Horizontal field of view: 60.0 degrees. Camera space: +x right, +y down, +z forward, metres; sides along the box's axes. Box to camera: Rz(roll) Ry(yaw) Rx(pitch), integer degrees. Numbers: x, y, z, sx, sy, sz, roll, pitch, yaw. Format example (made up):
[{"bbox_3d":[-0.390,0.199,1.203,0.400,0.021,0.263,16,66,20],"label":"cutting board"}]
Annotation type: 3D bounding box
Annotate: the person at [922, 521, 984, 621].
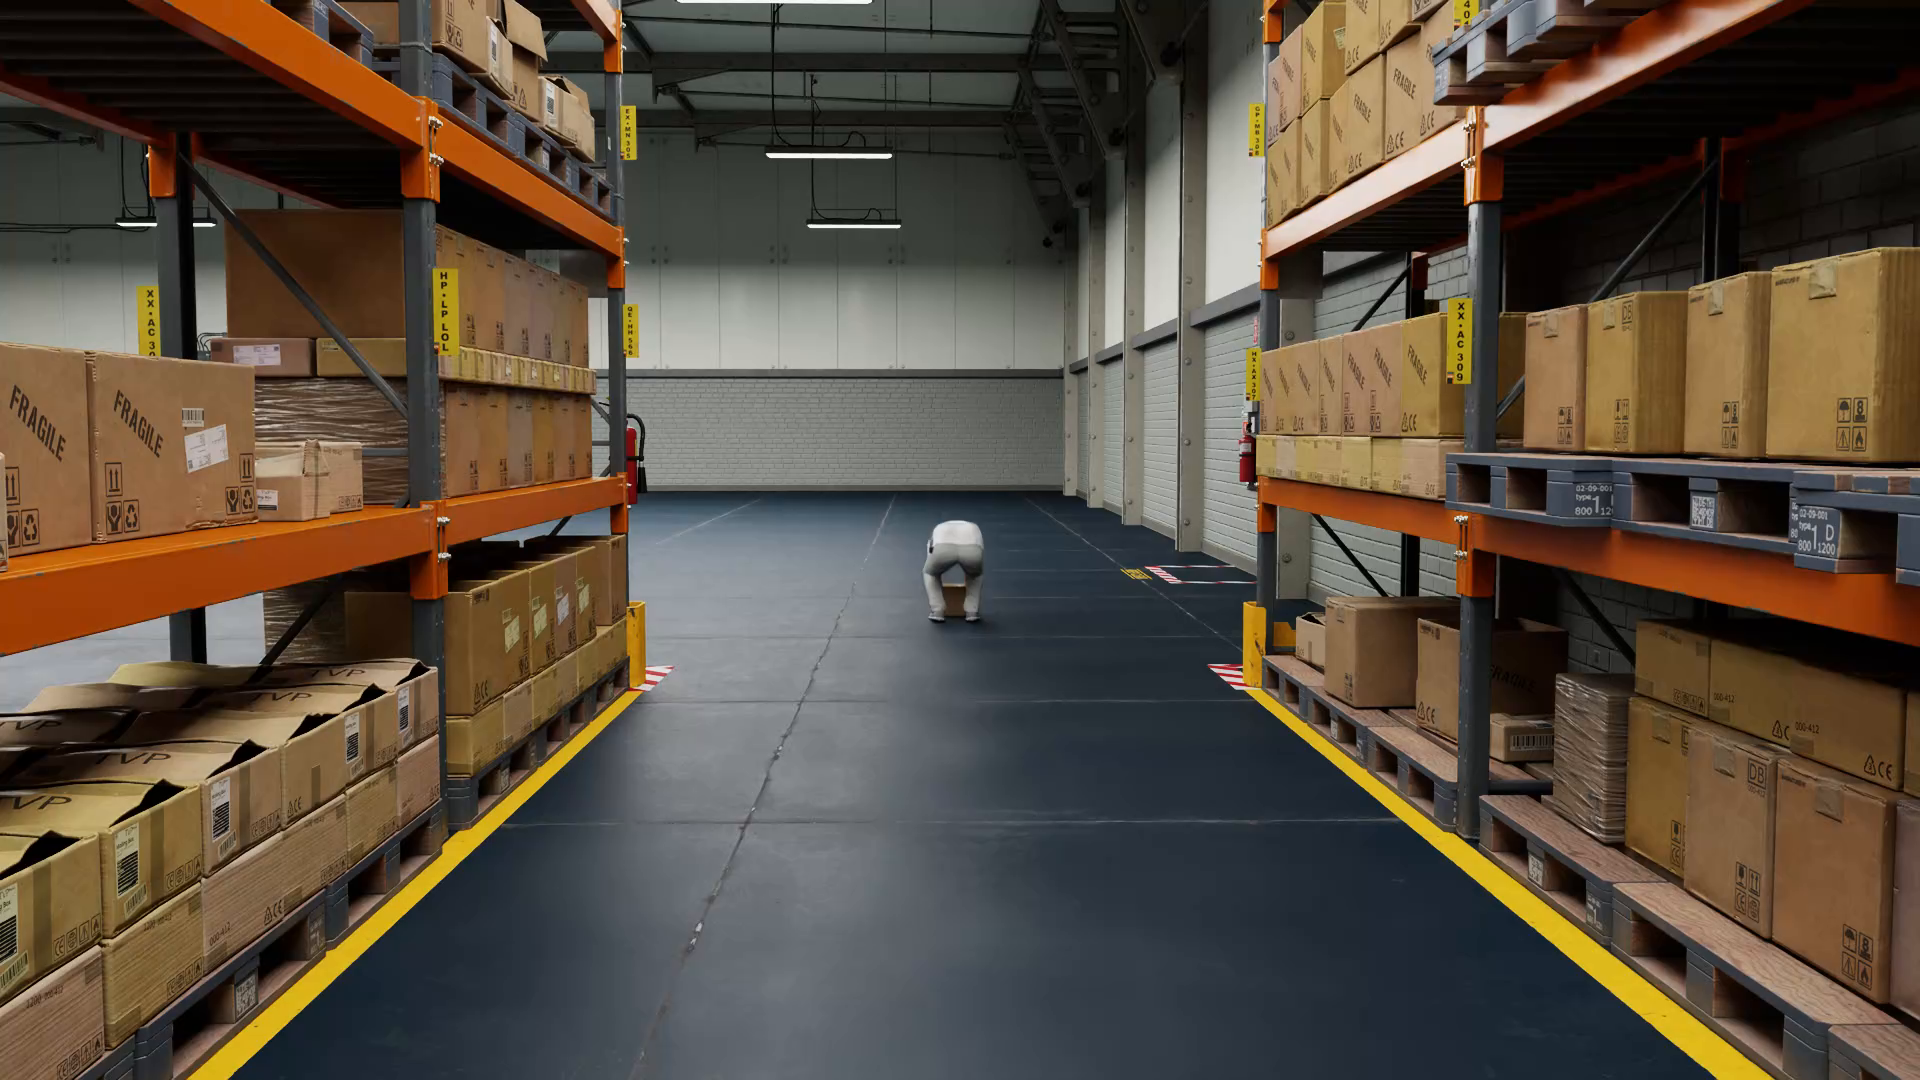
[{"bbox_3d":[-0.054,0.255,13.976,0.522,0.845,0.941,0,4,-4],"label":"person"}]
